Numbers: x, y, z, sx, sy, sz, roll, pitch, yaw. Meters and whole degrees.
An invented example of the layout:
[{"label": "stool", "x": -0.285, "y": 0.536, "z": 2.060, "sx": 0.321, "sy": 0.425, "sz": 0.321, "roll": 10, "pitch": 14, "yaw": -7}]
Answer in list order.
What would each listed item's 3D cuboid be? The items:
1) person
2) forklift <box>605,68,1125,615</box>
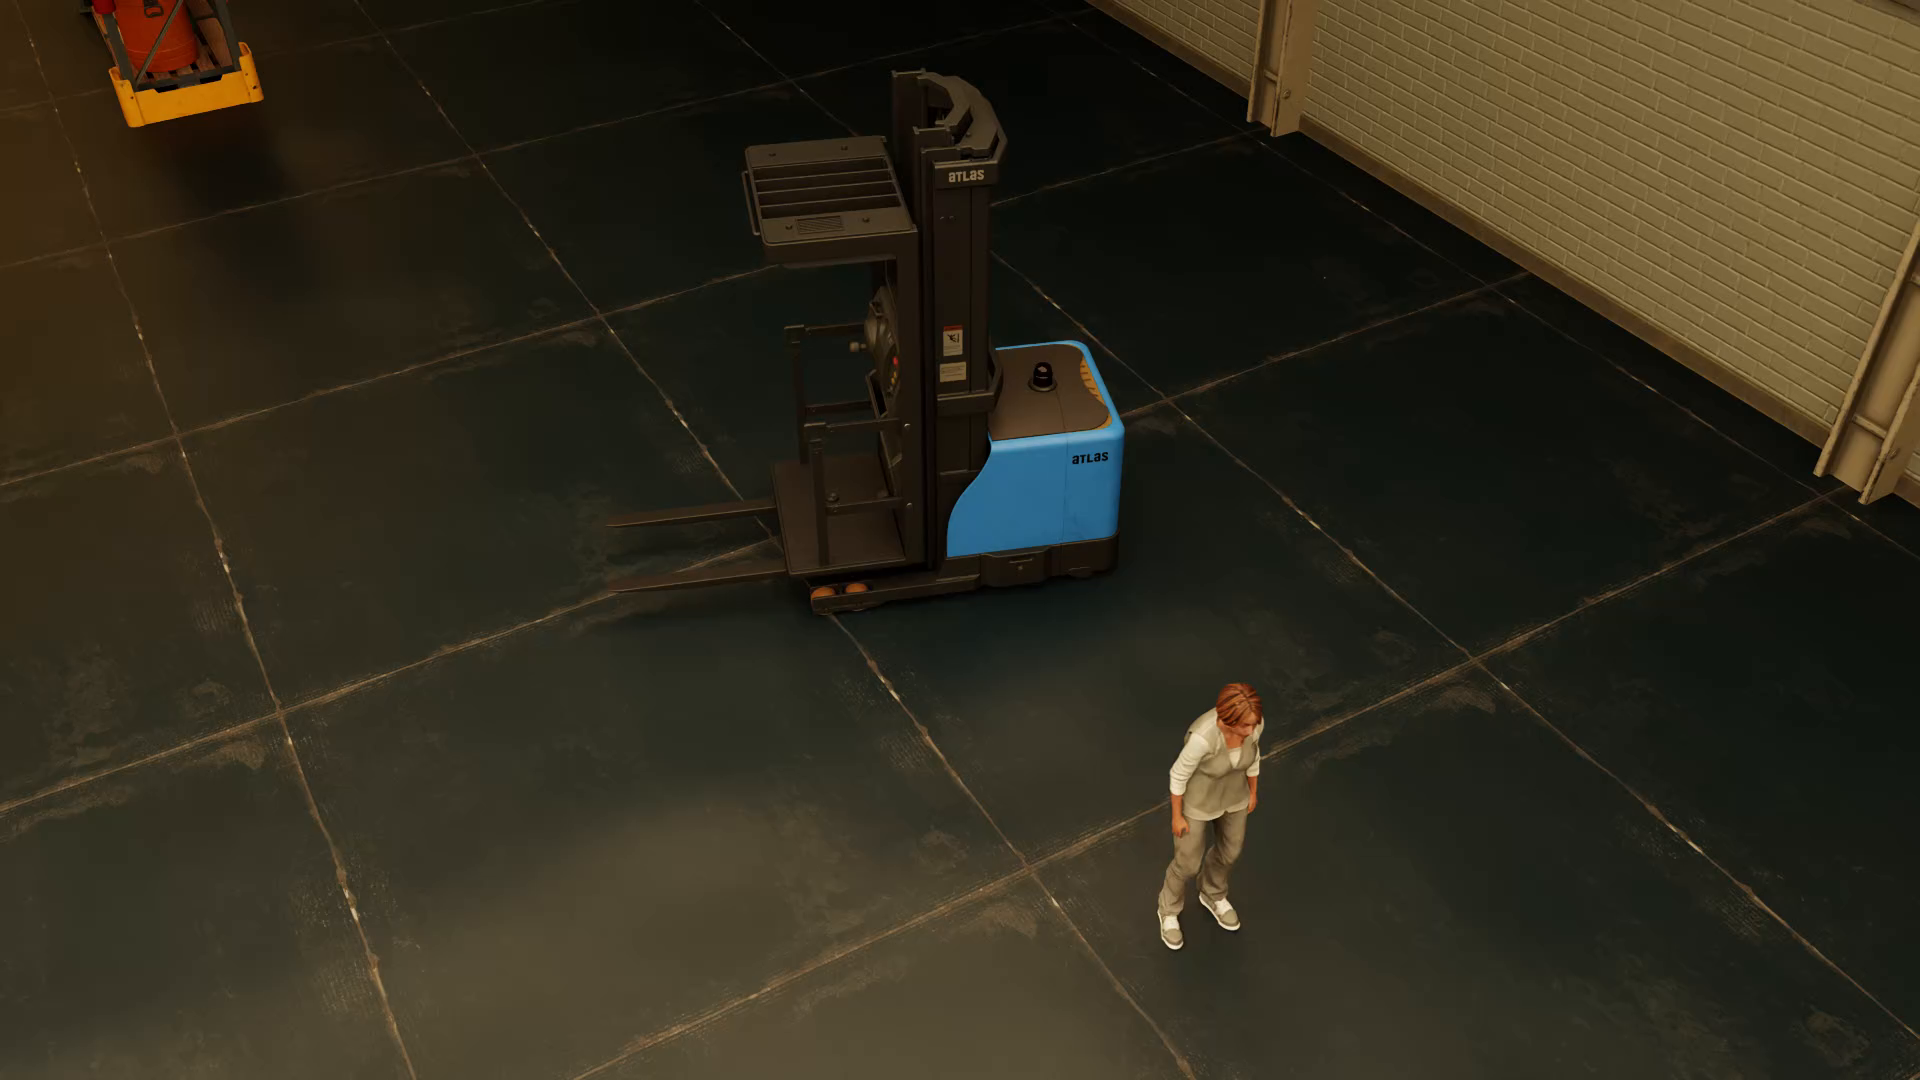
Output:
[{"label": "person", "x": 1.161, "y": 1.216, "z": 7.621, "sx": 0.470, "sy": 1.590, "sz": 0.348, "roll": -15, "pitch": 42, "yaw": -17}, {"label": "forklift", "x": -0.615, "y": -1.053, "z": 9.306, "sx": 3.031, "sy": 2.935, "sz": 1.130, "roll": -7, "pitch": 40, "yaw": -8}]
